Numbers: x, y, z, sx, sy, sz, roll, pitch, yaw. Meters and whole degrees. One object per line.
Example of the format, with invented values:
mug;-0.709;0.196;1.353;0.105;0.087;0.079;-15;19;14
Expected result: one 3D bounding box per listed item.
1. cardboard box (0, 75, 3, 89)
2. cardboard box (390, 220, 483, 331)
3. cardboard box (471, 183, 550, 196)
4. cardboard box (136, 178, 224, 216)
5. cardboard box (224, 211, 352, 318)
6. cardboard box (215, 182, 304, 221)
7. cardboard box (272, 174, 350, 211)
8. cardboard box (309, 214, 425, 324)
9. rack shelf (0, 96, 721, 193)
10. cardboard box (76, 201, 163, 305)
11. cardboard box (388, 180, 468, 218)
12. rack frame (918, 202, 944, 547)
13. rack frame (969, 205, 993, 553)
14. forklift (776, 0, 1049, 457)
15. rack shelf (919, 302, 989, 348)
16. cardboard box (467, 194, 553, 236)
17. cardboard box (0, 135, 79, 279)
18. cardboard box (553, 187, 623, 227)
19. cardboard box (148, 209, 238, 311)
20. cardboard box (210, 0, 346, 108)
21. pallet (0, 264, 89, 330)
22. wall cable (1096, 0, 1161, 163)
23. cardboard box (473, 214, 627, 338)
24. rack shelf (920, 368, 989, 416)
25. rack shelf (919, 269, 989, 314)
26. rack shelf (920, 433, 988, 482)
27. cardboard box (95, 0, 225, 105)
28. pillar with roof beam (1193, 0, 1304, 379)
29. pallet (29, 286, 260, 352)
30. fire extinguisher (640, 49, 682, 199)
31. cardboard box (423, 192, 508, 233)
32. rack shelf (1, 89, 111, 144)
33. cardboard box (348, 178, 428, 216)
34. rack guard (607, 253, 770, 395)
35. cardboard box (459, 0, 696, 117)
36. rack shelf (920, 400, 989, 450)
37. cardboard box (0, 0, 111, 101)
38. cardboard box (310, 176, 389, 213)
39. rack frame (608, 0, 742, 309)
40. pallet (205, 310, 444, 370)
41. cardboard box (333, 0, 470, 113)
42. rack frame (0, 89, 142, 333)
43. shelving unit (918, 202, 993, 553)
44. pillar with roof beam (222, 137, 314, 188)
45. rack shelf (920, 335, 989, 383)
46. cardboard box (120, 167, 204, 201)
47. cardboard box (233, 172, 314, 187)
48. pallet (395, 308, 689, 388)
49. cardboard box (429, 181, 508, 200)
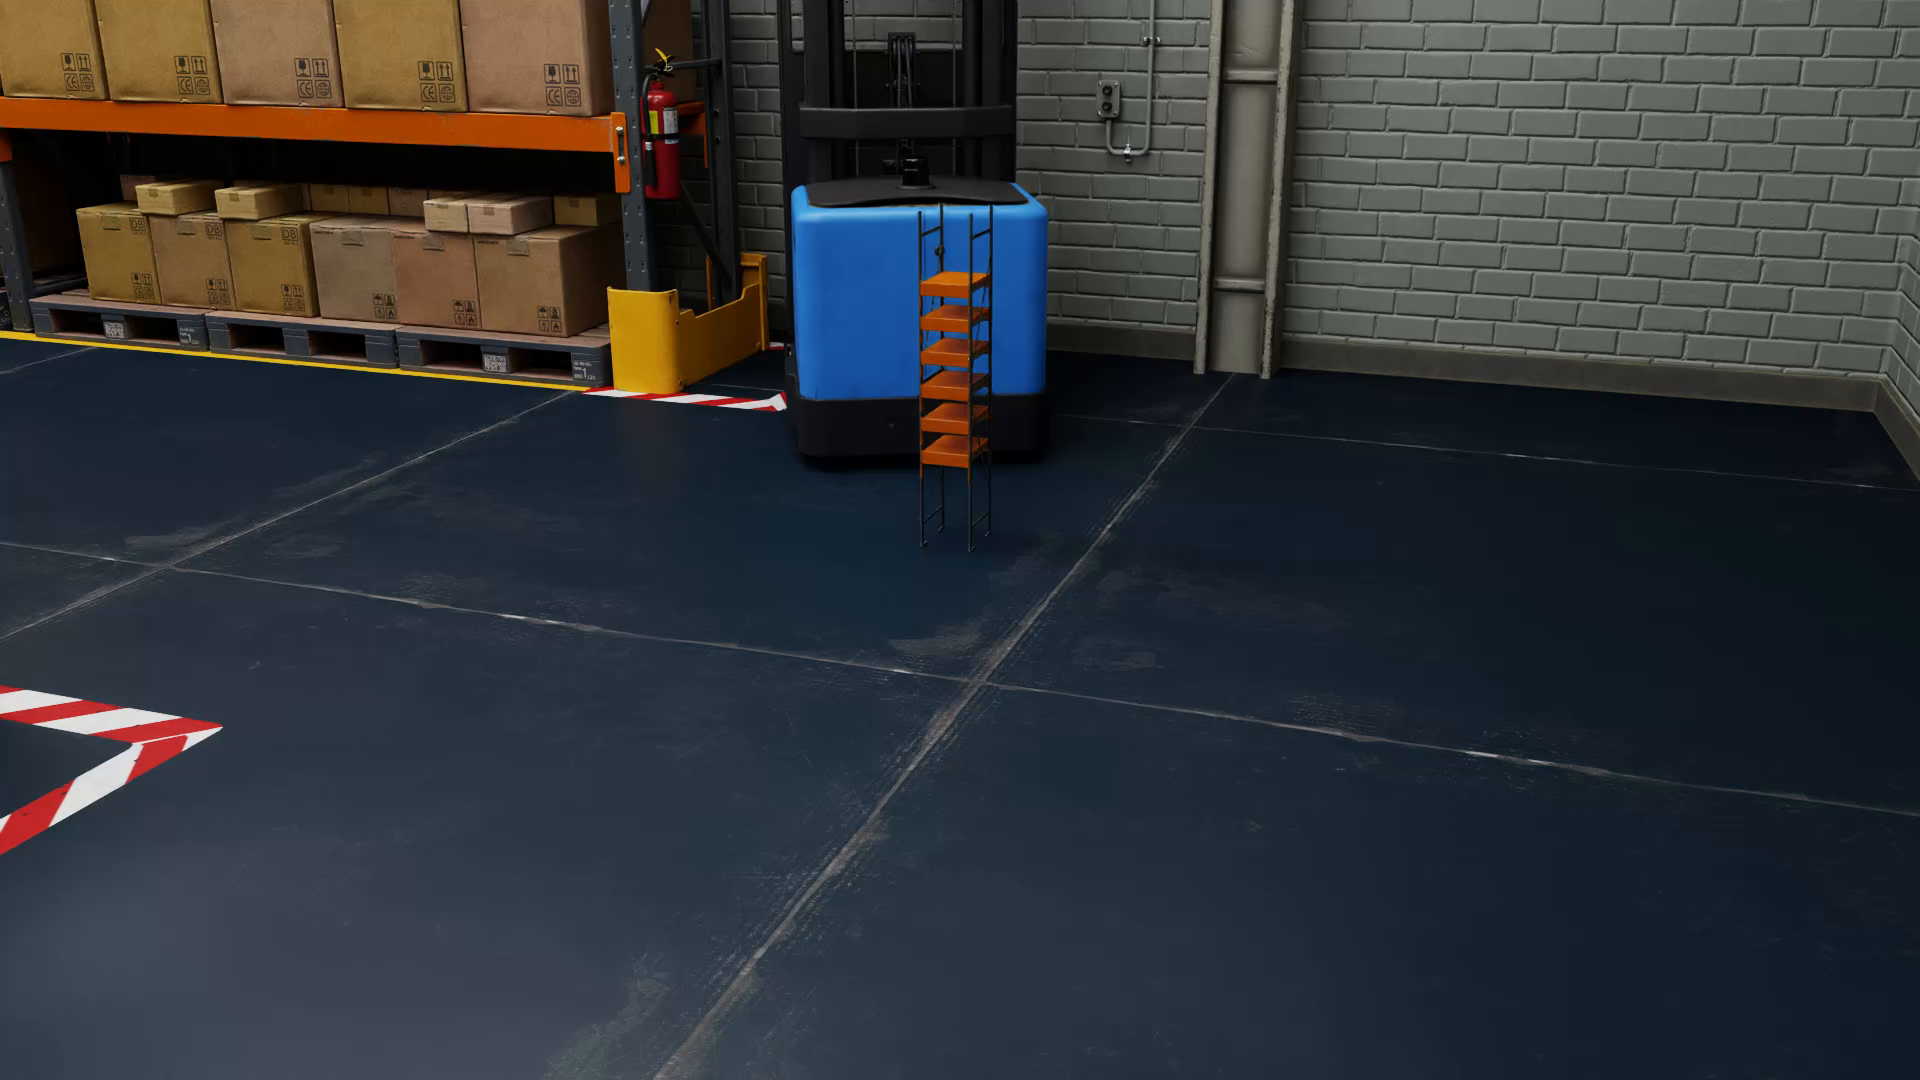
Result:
cardboard box;-5.590;-2.593;9.310;0.250;0.149;0.380;7;20;19
cardboard box;-2.566;-1.438;8.805;0.500;0.500;0.700;6;20;18
cardboard box;-2.388;-1.794;8.840;0.250;0.149;0.380;7;20;18
cardboard box;-4.241;-1.872;9.063;0.250;0.149;0.380;7;20;20
cardboard box;-3.547;-1.548;9.119;0.500;0.500;0.700;7;20;19
cardboard box;-3.748;-1.816;8.902;0.250;0.149;0.380;6;20;17
cardboard box;-3.591;-1.931;9.233;0.250;0.149;0.380;7;20;19
cardboard box;-3.041;-1.493;8.961;0.500;0.500;0.700;6;20;16
rack shelf;-3.289;-2.198;8.919;4.000;0.370;1.077;7;20;18
cardboard box;-4.505;-1.659;9.439;0.500;0.500;0.700;7;20;19
cardboard box;-2.865;-1.848;8.996;0.250;0.149;0.380;7;20;19
rack frame;-0.100;-0.578;5.912;0.006;1.200;0.240;7;20;18
rack frame;0.073;-0.558;5.855;0.006;1.200;0.240;7;20;18
forklift;-0.312;-2.169;7.846;1.130;2.935;3.031;-2;19;-6
rack shelf;-0.014;-0.753;5.819;0.180;0.103;0.258;7;20;18
cardboard box;-2.274;-1.648;8.421;0.250;0.149;0.380;6;20;17
cardboard box;-5.834;-1.967;9.790;0.750;0.750;0.750;7;20;19
cardboard box;-1.910;-1.739;8.683;0.250;0.149;0.380;7;20;18
cardboard box;-4.032;-1.604;9.280;0.500;0.500;0.700;6;20;18
cardboard box;-3.292;-2.676;8.740;0.700;0.700;0.980;6;20;15
pallet;-5.931;-1.497;10.051;1.213;0.211;1.003;7;20;18
wall cable;0.121;-2.958;8.460;1.851;1.984;0.084;7;20;18
cardboard box;-2.093;-1.384;8.650;0.500;0.500;0.700;7;20;18
rack shelf;-0.014;-0.526;5.898;0.180;0.103;0.258;7;20;18
rack shelf;-0.014;-0.866;5.779;0.180;0.103;0.258;7;20;18
rack shelf;-0.014;-0.300;5.977;0.180;0.103;0.258;7;20;18
cardboard box;-3.983;-2.751;8.957;0.700;0.700;0.980;6;20;17
pillar with roof beam;0.022;-3.794;3.288;0.400;9.000;9.100;7;20;18
pallet;-4.485;-1.331;9.574;1.213;0.211;1.003;7;20;18
fire extinguisher;-1.408;-1.950;7.796;0.183;0.674;0.296;7;20;18
cardboard box;-2.516;-1.675;8.499;0.250;0.149;0.380;7;20;20
rack shelf;-7.067;-2.630;10.158;4.000;0.370;1.077;7;20;18
cardboard box;-3.108;-1.876;9.075;0.250;0.149;0.380;7;20;19
rack guard;-1.377;-1.139;8.584;0.348;0.500;1.175;7;20;18
cardboard box;-1.884;-2.516;8.280;0.700;0.700;0.980;7;21;21
rack shelf;-0.014;-0.413;5.937;0.180;0.103;0.258;7;20;18
cardboard box;-4.671;-2.832;9.188;0.700;0.700;0.980;7;20;19
cardboard box;-3.347;-1.903;9.154;0.250;0.149;0.380;6;20;17
rack frame;-1.399;-2.322;8.180;0.127;3.000;1.000;7;20;18
pallet;-3.329;-1.200;9.197;1.213;0.211;1.003;7;20;18
cardboard box;-2.575;-2.591;8.496;0.700;0.700;0.980;6;20;18
rack frame;-5.178;-2.754;9.420;0.127;3.000;1.000;7;20;18
shelving unit;-0.014;-0.568;5.883;0.189;1.200;0.258;7;20;18
pillar with roof beam;-5.645;-4.442;5.147;0.400;9.000;9.100;7;20;18
rack shelf;-0.014;-0.639;5.858;0.180;0.103;0.258;7;20;18
cardboard box;-4.577;-2.043;9.554;0.250;0.149;0.380;6;20;18
cardboard box;-3.829;-1.959;9.312;0.250;0.149;0.380;6;20;16
pallet;-2.180;-1.067;8.817;1.213;0.211;1.003;7;20;18
cardboard box;-2.625;-1.821;8.918;0.250;0.149;0.380;7;20;19
